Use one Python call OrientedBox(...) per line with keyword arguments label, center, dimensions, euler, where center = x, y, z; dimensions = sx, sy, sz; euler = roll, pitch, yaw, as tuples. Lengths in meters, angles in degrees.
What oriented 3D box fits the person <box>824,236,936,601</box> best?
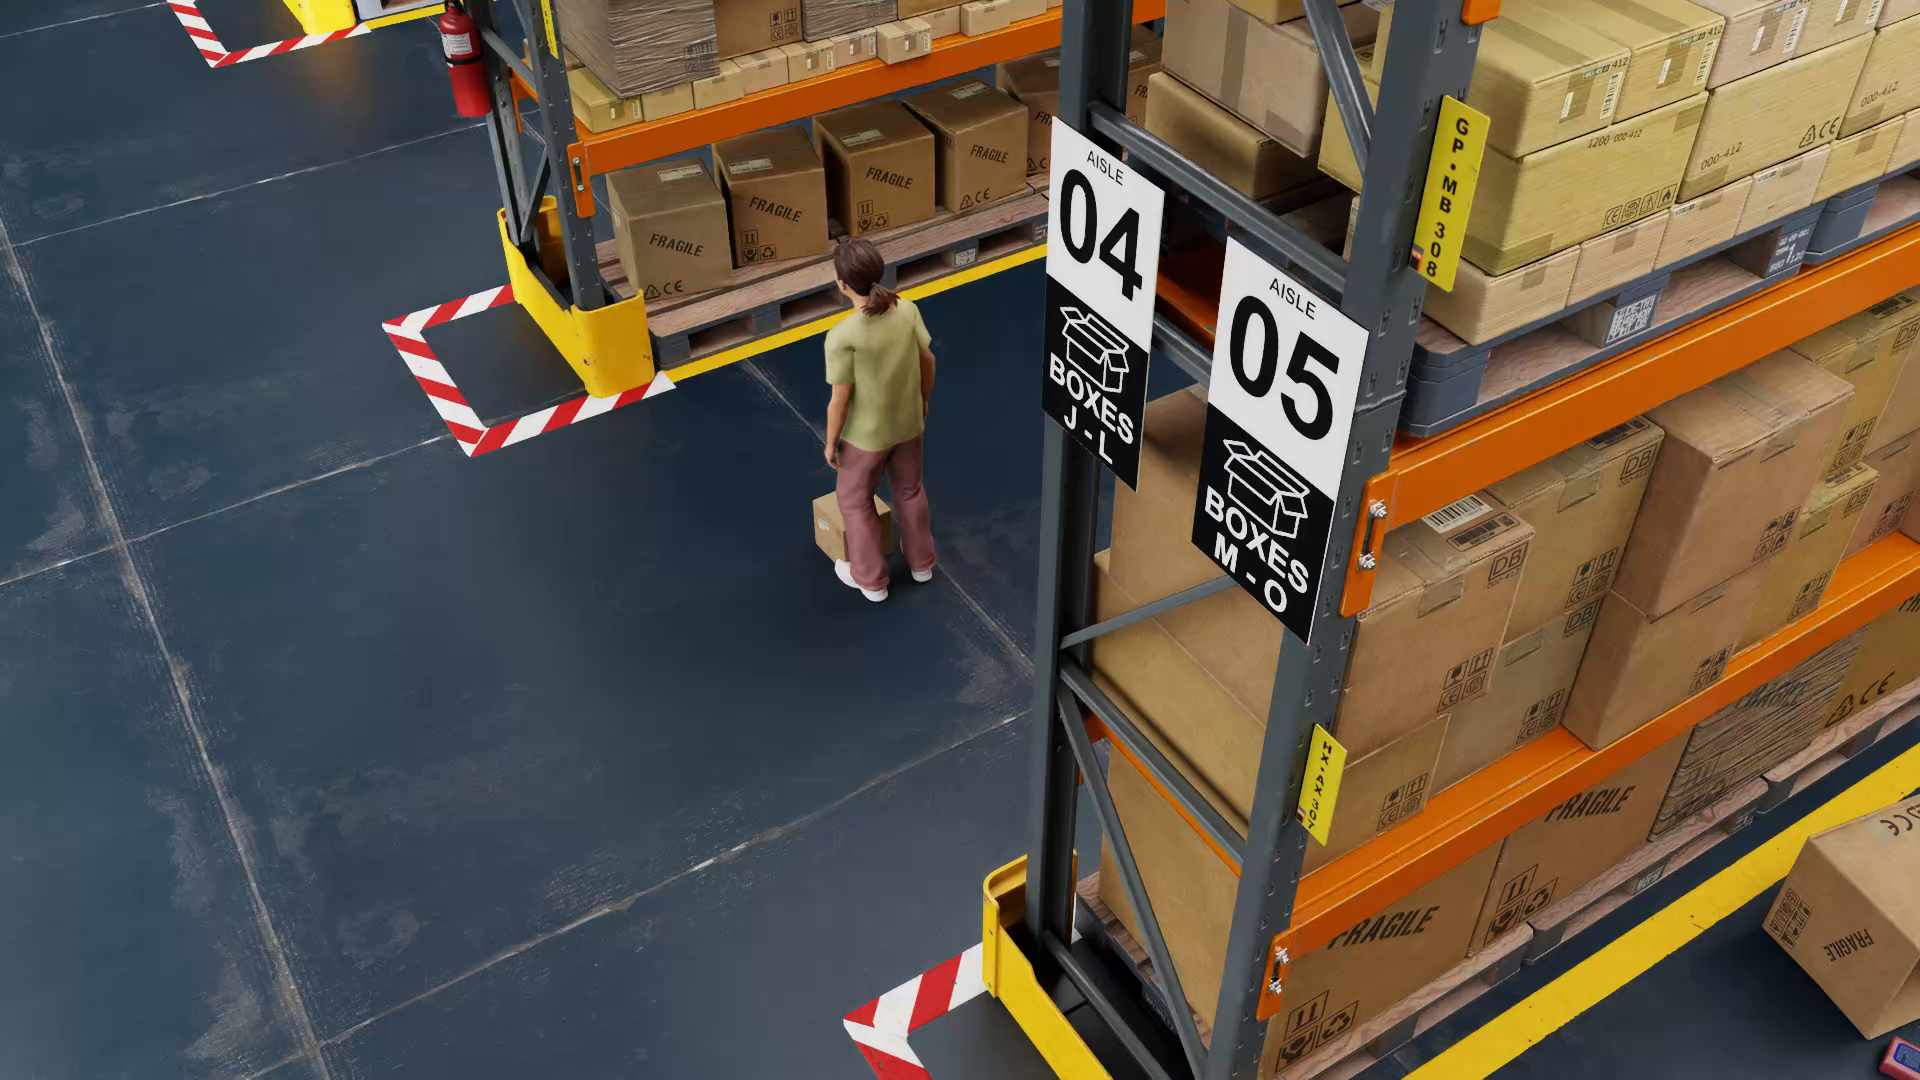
OrientedBox(label="person", center=(-0.334, -0.462, 6.693), dimensions=(0.520, 1.671, 0.368), euler=(-25, 47, -26))
